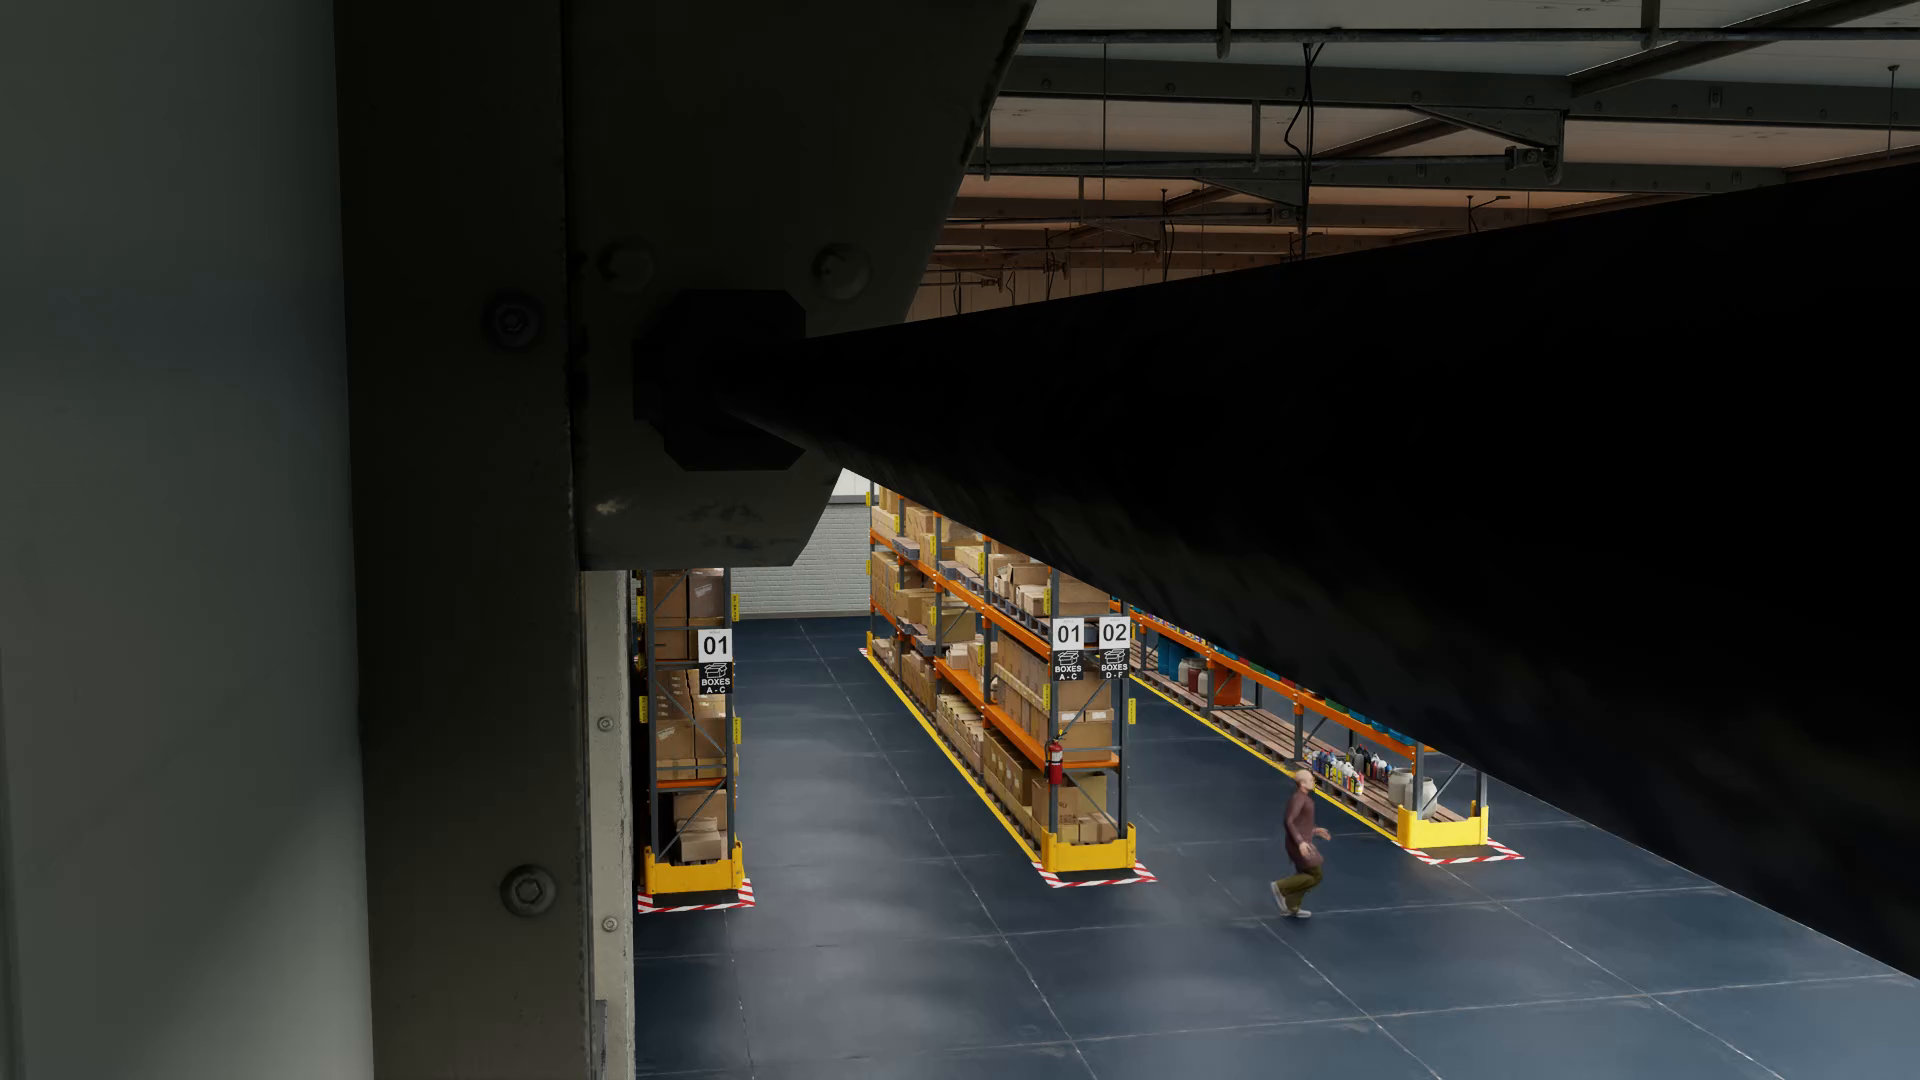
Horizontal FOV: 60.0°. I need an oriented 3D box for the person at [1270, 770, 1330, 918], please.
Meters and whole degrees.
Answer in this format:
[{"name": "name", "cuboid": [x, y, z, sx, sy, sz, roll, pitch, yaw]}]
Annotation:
[{"name": "person", "cuboid": [3.908, 3.488, 19.068, 0.669, 1.727, 0.699, 1, 6, 11]}]
